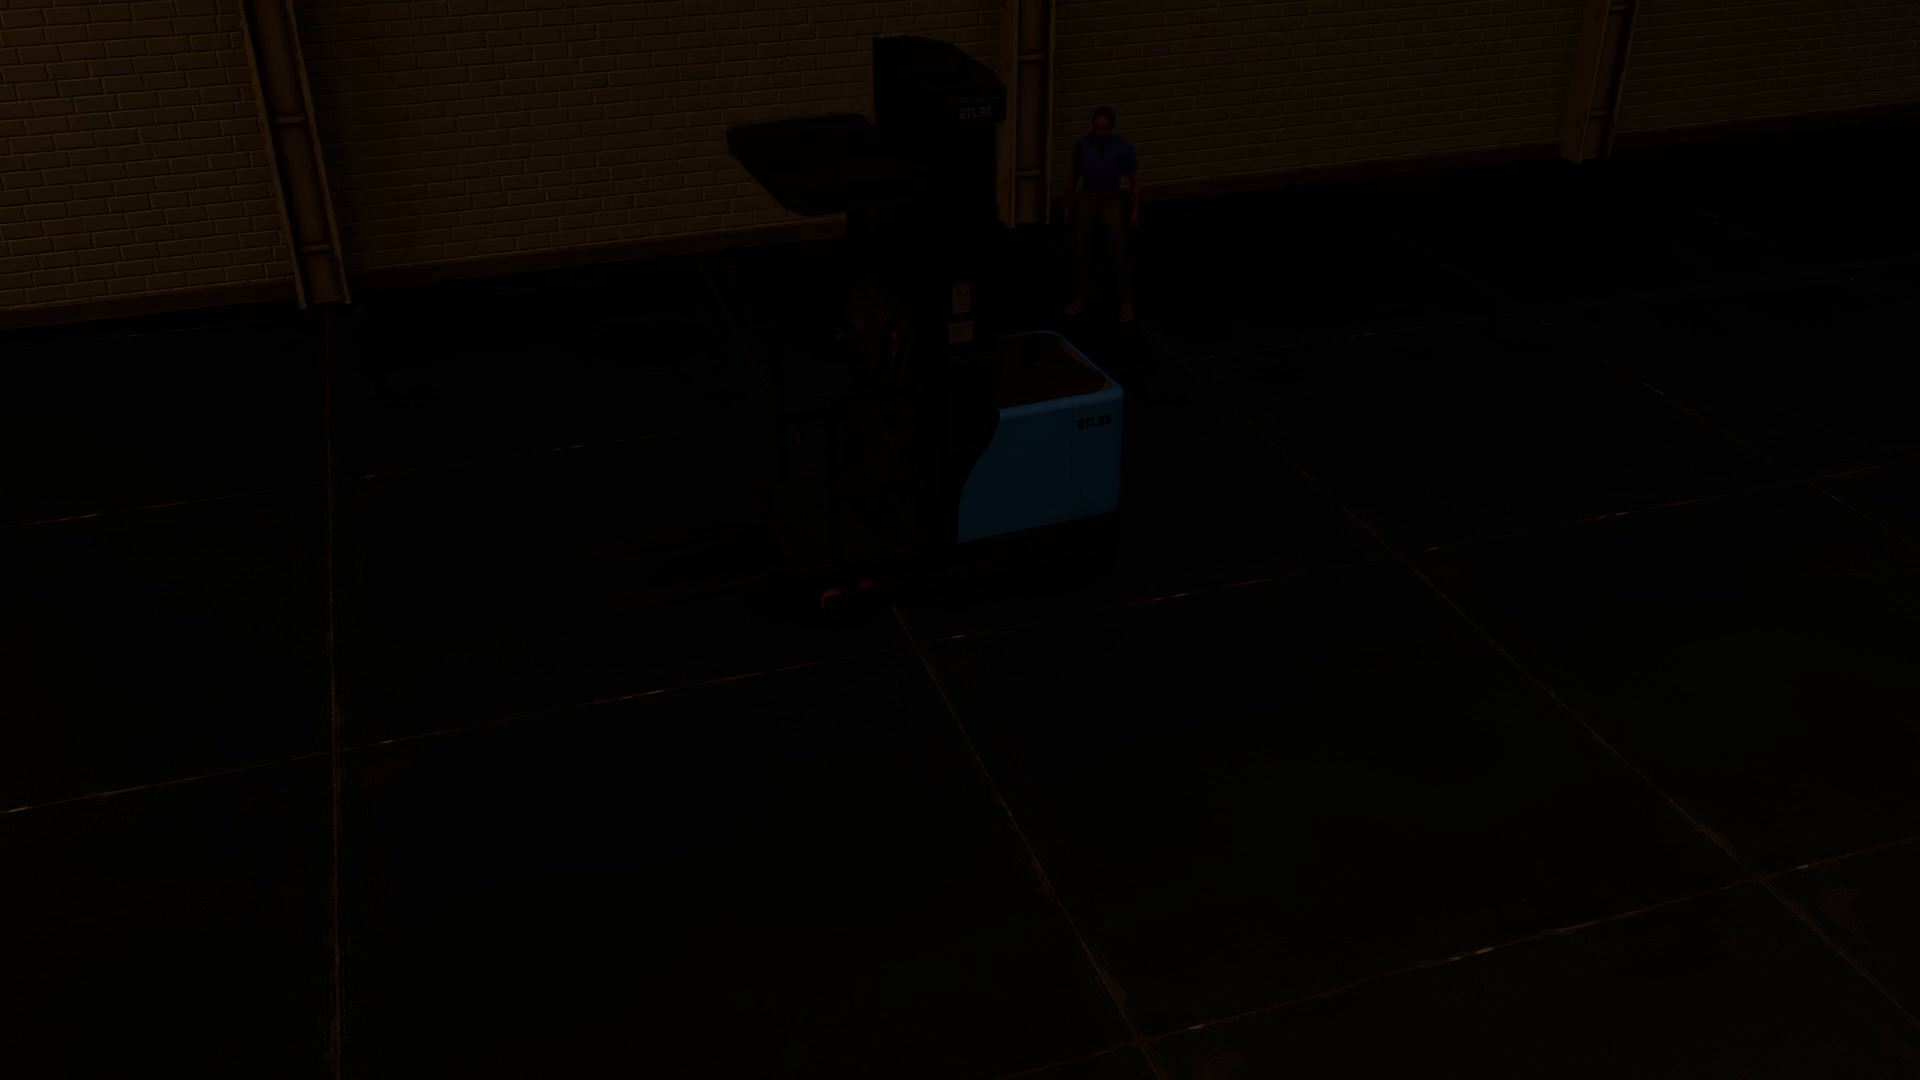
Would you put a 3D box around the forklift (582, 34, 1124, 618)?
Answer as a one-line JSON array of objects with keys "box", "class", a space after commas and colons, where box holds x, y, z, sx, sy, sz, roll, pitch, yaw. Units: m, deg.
[{"box": [-0.624, -1.135, 9.060, 3.031, 2.935, 1.130, -11, 32, -19], "class": "forklift"}]

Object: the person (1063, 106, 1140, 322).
[{"box": [1.094, -2.526, 12.769, 0.626, 1.649, 0.373, 10, 31, 16], "class": "person"}]
